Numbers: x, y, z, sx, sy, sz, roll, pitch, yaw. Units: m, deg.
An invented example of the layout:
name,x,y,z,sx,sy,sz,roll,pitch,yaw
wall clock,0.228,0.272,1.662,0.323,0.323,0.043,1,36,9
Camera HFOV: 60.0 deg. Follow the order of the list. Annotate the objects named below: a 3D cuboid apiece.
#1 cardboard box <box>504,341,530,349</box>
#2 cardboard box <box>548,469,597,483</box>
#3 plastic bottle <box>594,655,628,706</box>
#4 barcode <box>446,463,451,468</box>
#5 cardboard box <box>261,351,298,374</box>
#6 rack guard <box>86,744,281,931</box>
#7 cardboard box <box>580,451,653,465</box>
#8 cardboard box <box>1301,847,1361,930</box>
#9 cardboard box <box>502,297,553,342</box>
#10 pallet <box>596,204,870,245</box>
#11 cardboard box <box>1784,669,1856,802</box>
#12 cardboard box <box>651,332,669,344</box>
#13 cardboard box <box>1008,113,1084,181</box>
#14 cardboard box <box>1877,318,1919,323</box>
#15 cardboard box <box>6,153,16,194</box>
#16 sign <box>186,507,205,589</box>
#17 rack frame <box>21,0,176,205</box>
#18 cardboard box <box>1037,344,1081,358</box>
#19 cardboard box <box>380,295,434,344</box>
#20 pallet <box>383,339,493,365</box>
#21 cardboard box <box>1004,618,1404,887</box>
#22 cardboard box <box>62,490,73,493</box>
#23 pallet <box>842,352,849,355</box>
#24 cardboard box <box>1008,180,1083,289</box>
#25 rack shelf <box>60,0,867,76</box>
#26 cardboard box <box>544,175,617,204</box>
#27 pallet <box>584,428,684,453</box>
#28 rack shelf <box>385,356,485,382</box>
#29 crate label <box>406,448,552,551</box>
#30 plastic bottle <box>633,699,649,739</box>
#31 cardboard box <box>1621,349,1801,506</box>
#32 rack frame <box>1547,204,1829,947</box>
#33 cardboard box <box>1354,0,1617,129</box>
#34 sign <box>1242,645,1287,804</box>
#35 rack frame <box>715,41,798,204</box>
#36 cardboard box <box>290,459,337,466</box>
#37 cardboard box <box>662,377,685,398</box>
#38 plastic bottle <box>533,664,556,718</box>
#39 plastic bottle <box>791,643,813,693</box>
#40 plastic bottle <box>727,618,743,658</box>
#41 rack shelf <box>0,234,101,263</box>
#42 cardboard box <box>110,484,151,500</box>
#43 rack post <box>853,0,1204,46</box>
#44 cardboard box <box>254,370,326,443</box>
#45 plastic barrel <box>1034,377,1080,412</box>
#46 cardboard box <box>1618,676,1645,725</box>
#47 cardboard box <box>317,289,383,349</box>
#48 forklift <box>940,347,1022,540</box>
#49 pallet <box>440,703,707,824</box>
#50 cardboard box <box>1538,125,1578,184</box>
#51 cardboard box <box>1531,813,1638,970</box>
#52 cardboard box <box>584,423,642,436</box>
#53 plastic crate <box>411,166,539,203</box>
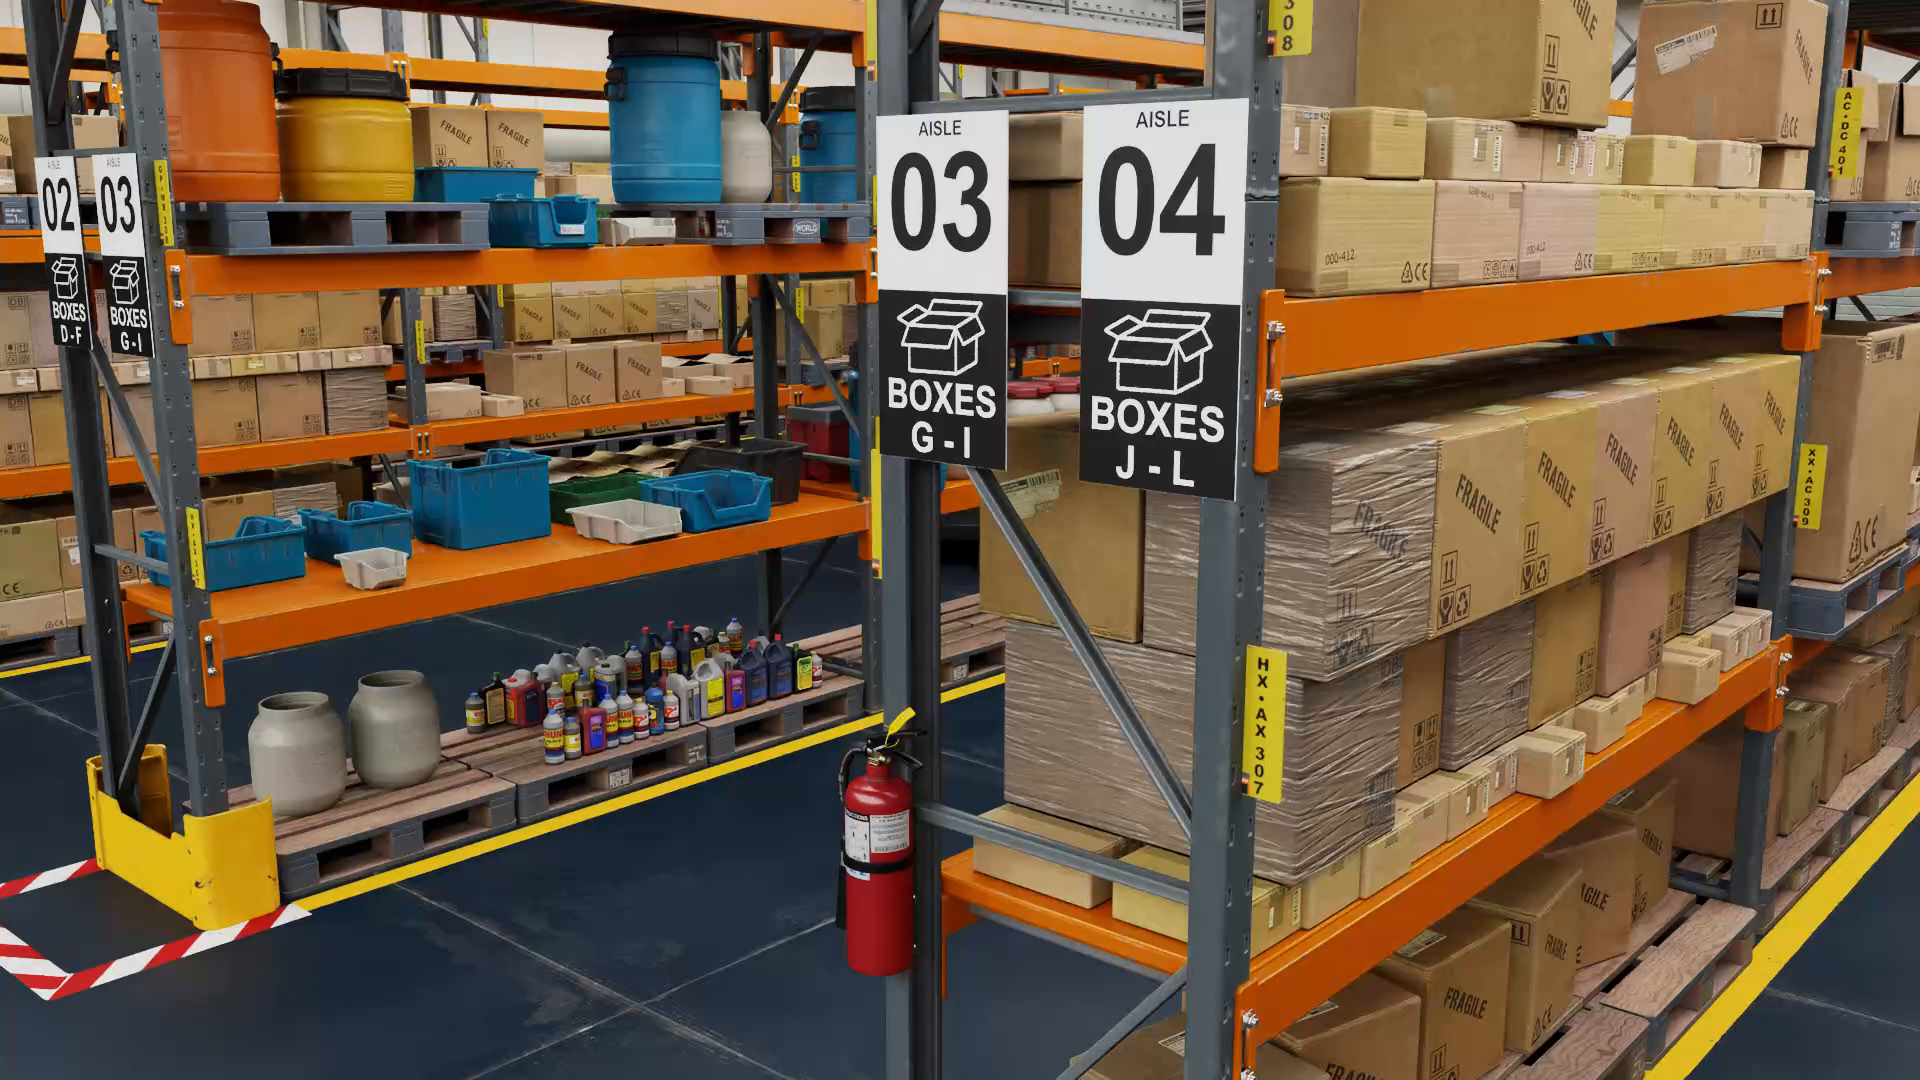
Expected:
name,x,y,z,sx,sy,sz,roll,pitch,yaw
cardboard box,-5.268,-2.266,19.526,0.380,0.149,0.250,9,15,40
cardboard box,-3.441,-0.443,14.324,0.500,0.311,0.500,9,14,38
plastic bottle,-1.980,0.800,9.419,0.152,0.276,0.135,10,15,40
barcode,-4.095,-0.577,13.286,0.001,0.075,0.075,10,15,40
cardboard box,-5.103,-1.318,12.278,0.380,0.149,0.250,10,15,40
rack guard,-3.484,1.306,7.436,1.175,0.500,0.348,10,15,40
cardboard box,-3.181,-0.661,15.418,0.500,0.311,0.500,9,15,39
cardboard box,0.769,0.815,4.150,0.380,0.149,0.250,10,15,40
cardboard box,-5.146,-2.604,19.562,0.500,0.500,0.500,10,15,42
pallet,-1.261,-1.751,9.181,1.213,0.211,1.003,10,15,40
cardboard box,3.982,0.922,8.236,0.700,0.500,0.500,8,14,36
cardboard box,-3.901,-2.568,21.040,0.380,0.149,0.250,9,15,39
cardboard box,0.171,-0.936,3.987,0.380,0.149,0.250,10,15,40
cardboard box,5.998,-1.086,10.211,0.797,0.503,0.637,10,15,42
cardboard box,-6.288,-2.531,11.402,0.500,0.311,0.500,-10,15,-41
sign,-3.088,0.033,6.718,0.100,0.325,0.005,10,15,40
rack frame,-3.498,-2.845,6.517,1.000,3.000,0.127,10,15,40
cardboard box,1.246,-2.398,19.342,0.500,0.500,0.500,10,15,42
cardboard box,-6.311,-2.469,18.576,0.700,0.500,0.500,8,14,35
pallet,-6.050,-2.148,18.835,1.213,0.211,1.003,10,15,40
cardboard box,0.606,0.465,4.247,0.875,0.500,0.500,10,15,40
cardboard box,-8.630,-0.516,16.285,0.380,0.166,0.250,7,14,33
pallet,-0.656,-1.913,17.661,1.003,0.211,1.213,10,15,40
cardboard box,0.350,-0.764,4.139,0.500,0.250,0.500,10,15,42
rack shelf,-2.178,-2.590,8.100,1.077,0.370,4.000,10,15,40
cardboard box,-3.268,-3.009,14.309,0.500,0.250,0.500,8,14,36
pallet,-4.277,-1.278,21.110,1.003,0.211,1.213,10,15,40
rack shelf,-6.980,-1.714,18.008,1.077,0.370,4.000,10,15,40
crate label,-2.487,-0.226,8.632,0.502,0.435,0.616,10,15,40
plastic bottle,-1.710,0.948,8.868,0.097,0.201,0.097,0,11,0
cardboard box,2.772,-0.434,6.198,0.500,0.500,0.500,10,15,40
rack frame,2.863,0.149,6.845,1.000,3.000,0.127,10,15,40
cardboard box,1.405,-1.357,4.435,0.500,0.500,0.500,10,15,40
sign,0.630,0.383,3.462,0.100,0.325,0.005,10,15,40
rack frame,-1.936,-4.663,15.619,1.000,3.000,0.127,10,15,40
cardboard box,-7.156,-1.025,17.982,0.700,0.500,0.500,10,15,41
cardboard box,-2.735,-1.403,15.255,0.250,0.149,0.380,-11,16,-43
plastic bottle,-2.337,0.836,9.235,0.152,0.276,0.135,9,15,39
plastic bottle,-0.928,0.738,9.706,0.061,0.283,0.133,11,16,43
plastic bottle,-1.398,0.621,10.324,0.097,0.271,0.097,0,11,0
rack shelf,-5.896,-1.956,11.564,1.077,0.370,4.000,10,15,40
cardboard box,-6.106,-0.109,12.170,0.500,0.500,0.500,10,15,40
rack post,0.377,-3.832,10.950,1.013,1.000,3.121,10,15,40
cardboard box,-5.208,-1.037,12.527,0.700,0.500,0.500,10,15,40
plastic barrel,0.708,-0.842,11.460,0.433,0.535,0.433,0,11,0
cardboard box,2.079,0.519,5.632,0.380,0.149,0.250,10,15,40
cardboard box,-4.864,-1.751,12.792,0.700,0.500,0.500,10,15,41
forklift,-0.009,-1.303,14.291,1.130,2.935,3.031,0,11,2
pallet,-2.138,1.150,8.954,1.003,0.211,1.213,10,15,40
cardboard box,1.462,-1.053,4.569,0.380,0.149,0.250,9,14,38
cardboard box,2.196,1.308,6.353,0.500,0.500,0.500,-7,13,-30
cardboard box,-4.492,-1.732,20.678,0.750,0.750,0.750,10,15,40
plastic crate,-2.466,-1.685,8.412,0.392,0.384,0.575,10,15,40
